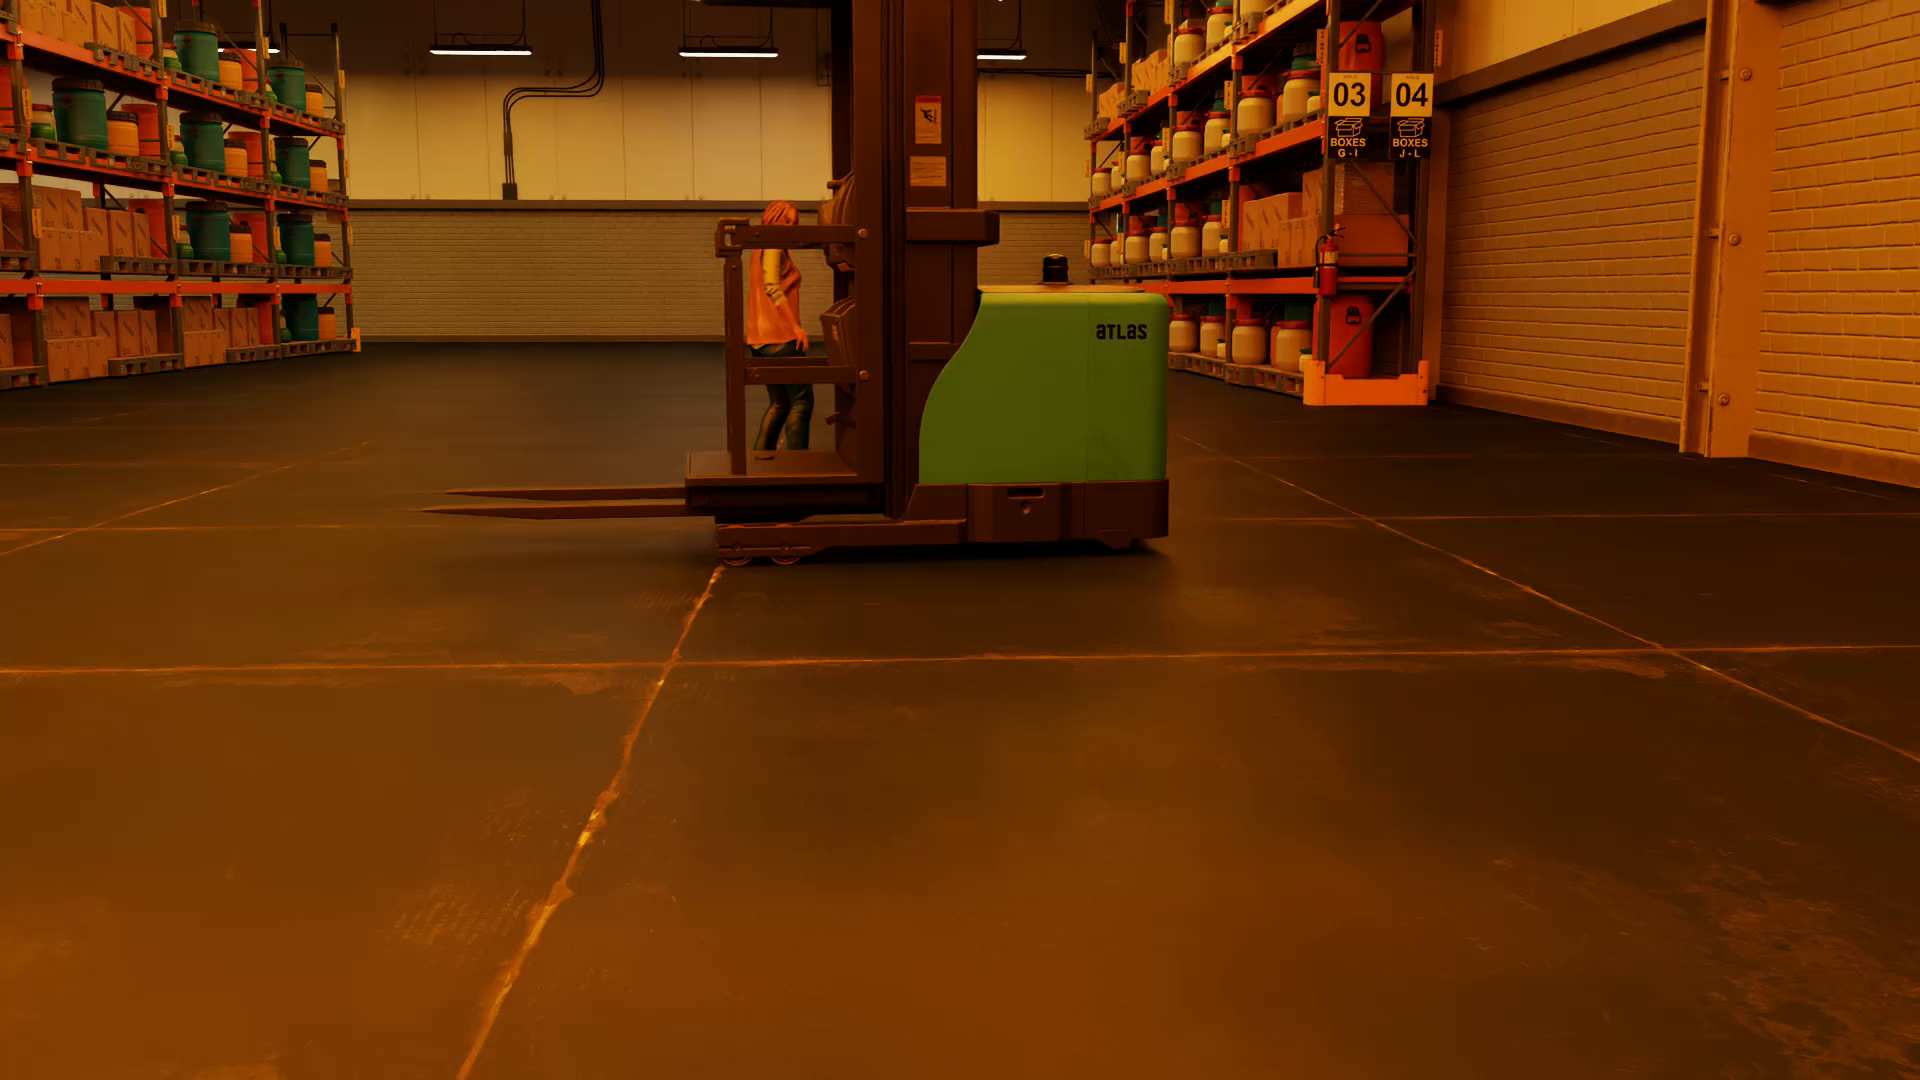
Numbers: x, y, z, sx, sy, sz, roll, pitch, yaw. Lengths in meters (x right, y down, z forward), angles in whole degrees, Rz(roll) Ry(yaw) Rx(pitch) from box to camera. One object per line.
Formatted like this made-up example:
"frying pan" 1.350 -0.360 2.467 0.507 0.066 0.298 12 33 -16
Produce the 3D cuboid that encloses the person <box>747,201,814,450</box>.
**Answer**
"person" -0.967 -1.072 9.182 0.453 1.578 0.624 -4 9 -27

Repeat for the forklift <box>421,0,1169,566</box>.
"forklift" -0.691 -1.429 6.957 3.031 2.935 1.130 -1 9 -9
